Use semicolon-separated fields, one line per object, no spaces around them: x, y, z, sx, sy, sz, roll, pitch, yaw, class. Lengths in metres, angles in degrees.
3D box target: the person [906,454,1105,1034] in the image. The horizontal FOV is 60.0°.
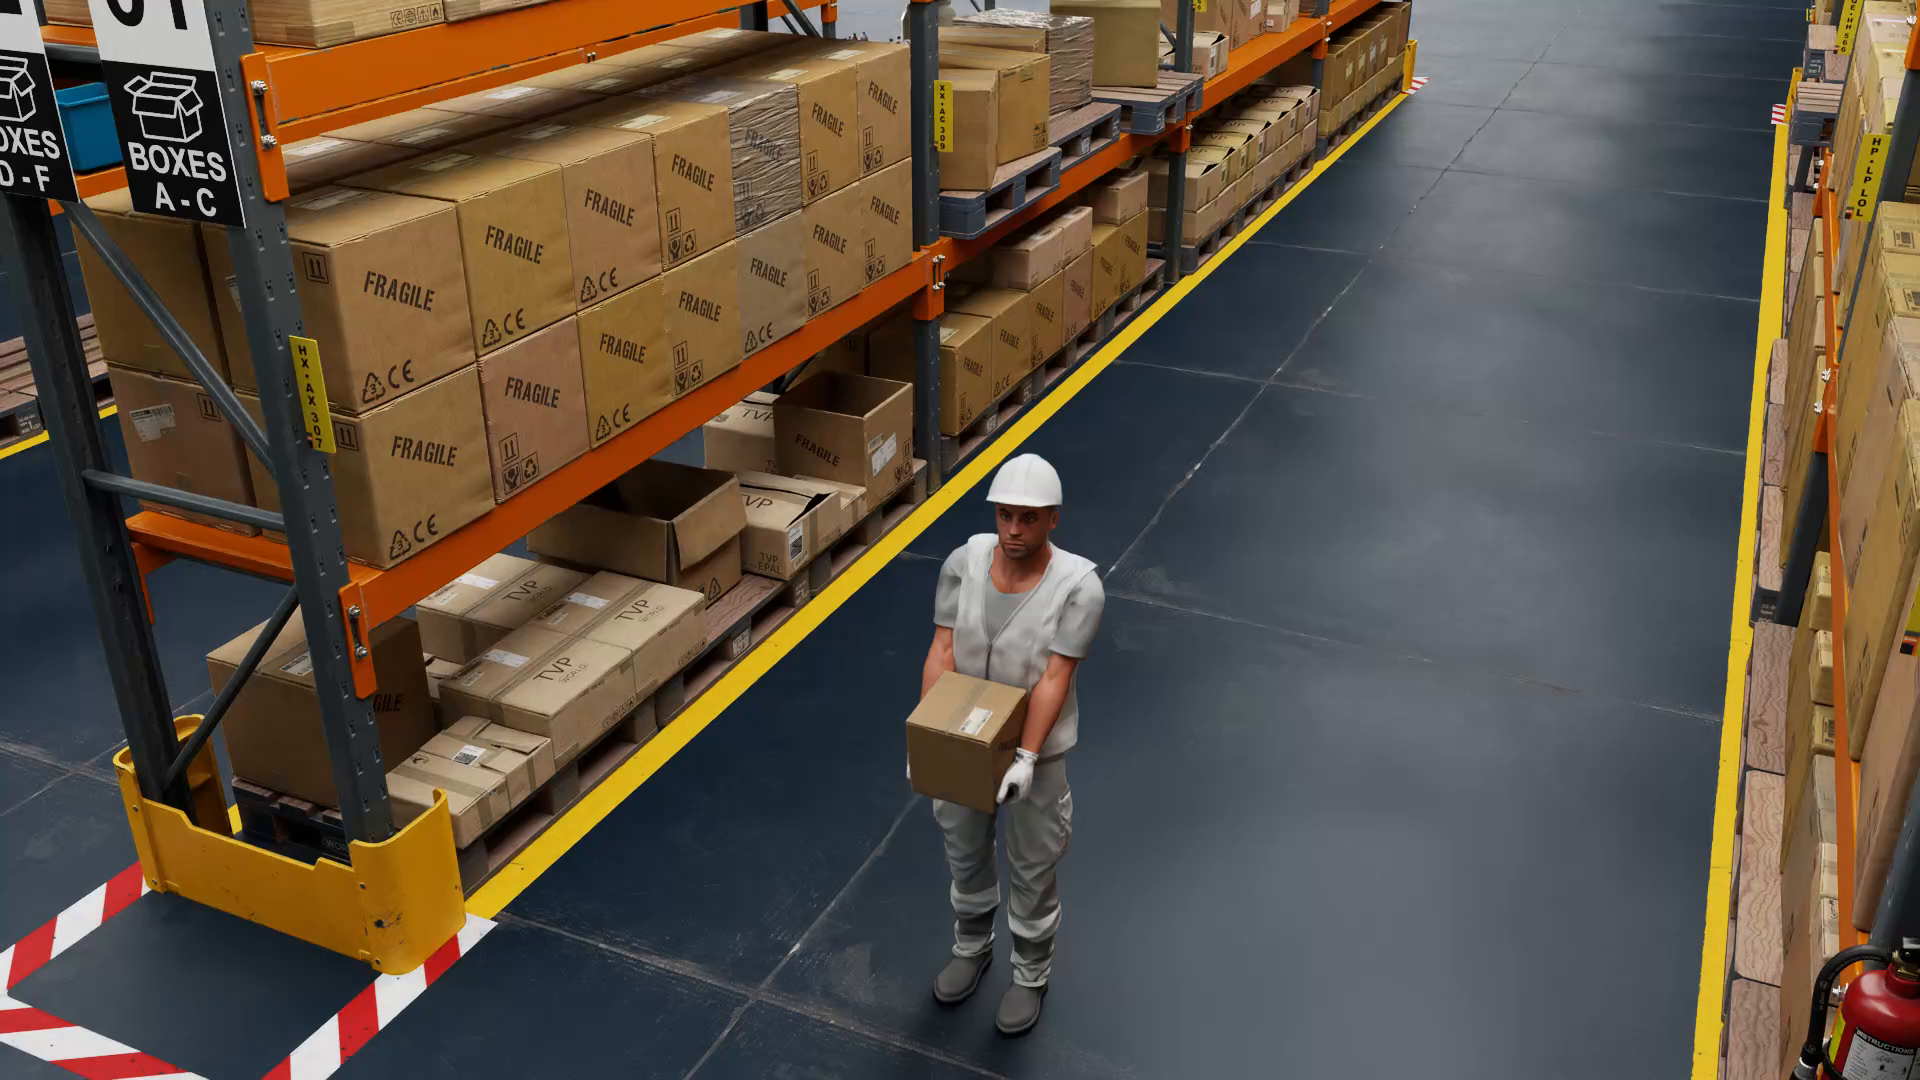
0.112;0.633;4.785;0.494;1.784;0.554;12;28;23;person
